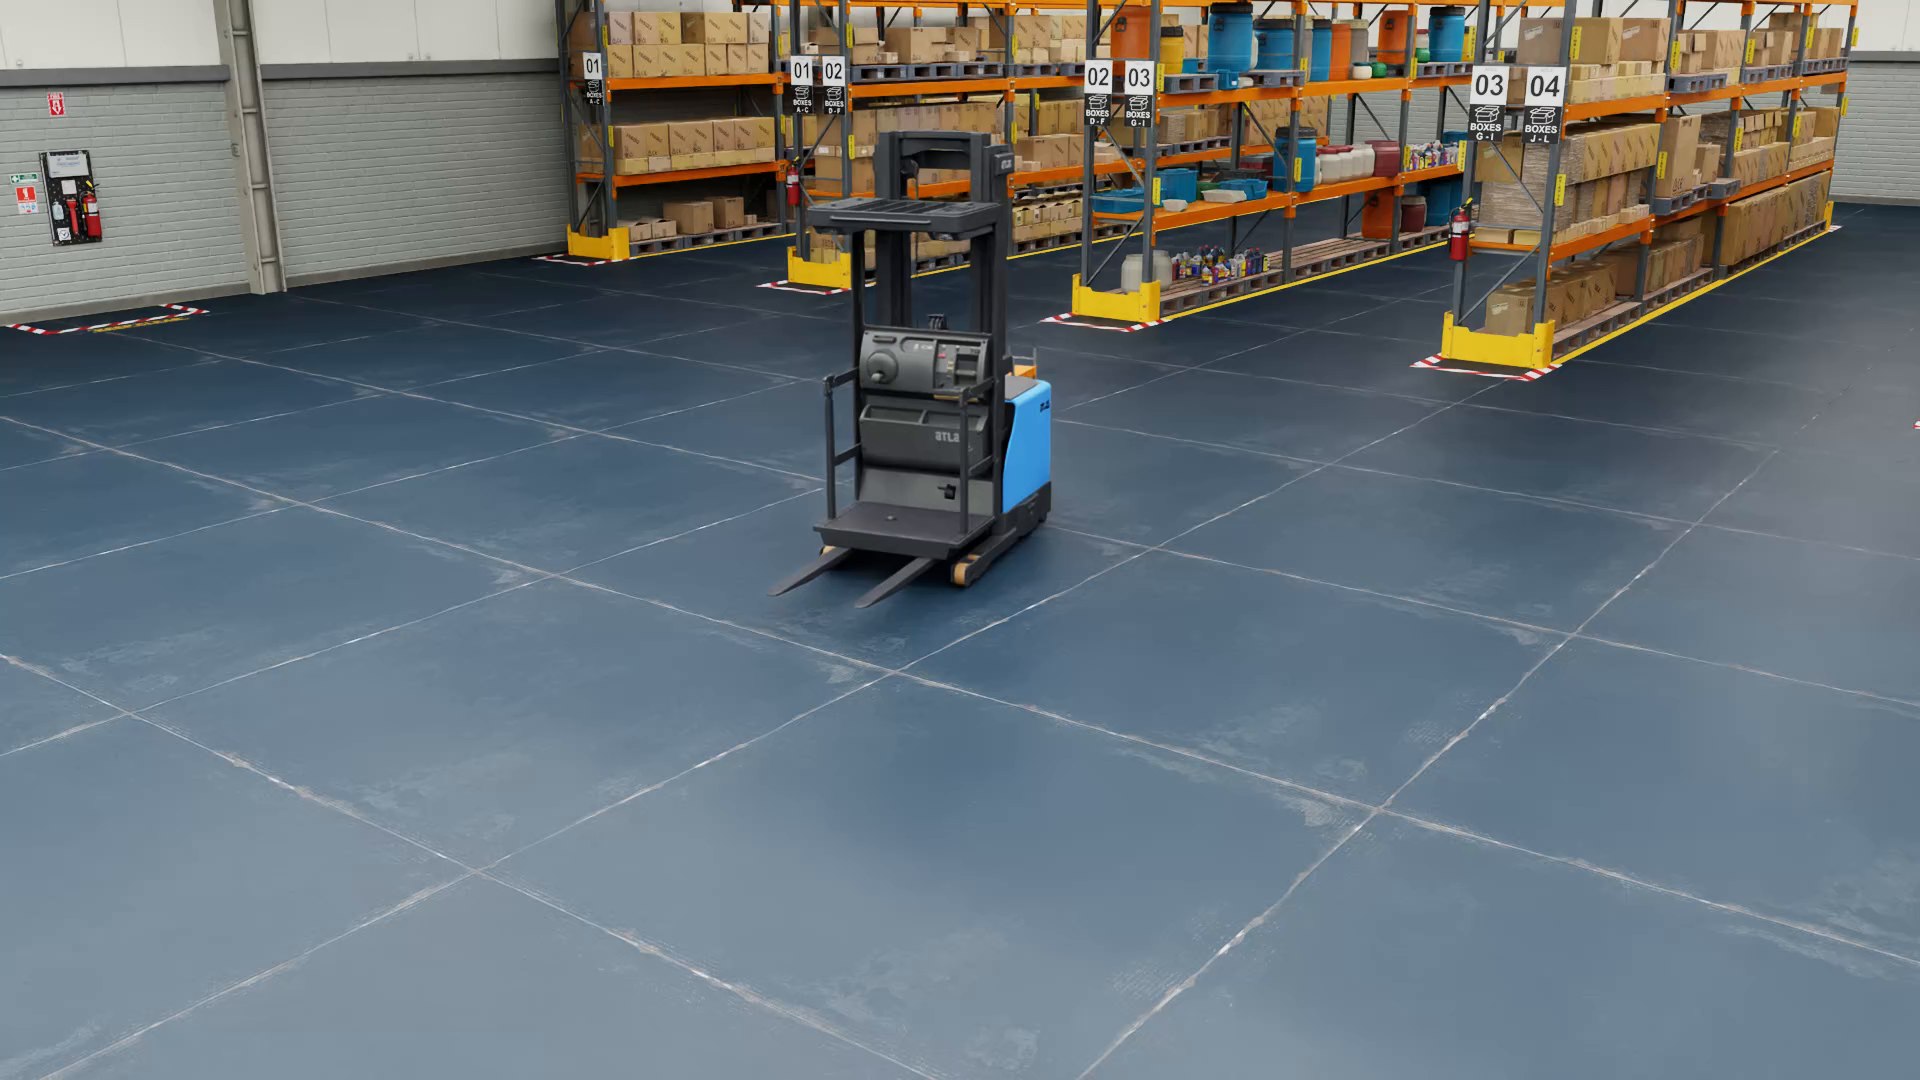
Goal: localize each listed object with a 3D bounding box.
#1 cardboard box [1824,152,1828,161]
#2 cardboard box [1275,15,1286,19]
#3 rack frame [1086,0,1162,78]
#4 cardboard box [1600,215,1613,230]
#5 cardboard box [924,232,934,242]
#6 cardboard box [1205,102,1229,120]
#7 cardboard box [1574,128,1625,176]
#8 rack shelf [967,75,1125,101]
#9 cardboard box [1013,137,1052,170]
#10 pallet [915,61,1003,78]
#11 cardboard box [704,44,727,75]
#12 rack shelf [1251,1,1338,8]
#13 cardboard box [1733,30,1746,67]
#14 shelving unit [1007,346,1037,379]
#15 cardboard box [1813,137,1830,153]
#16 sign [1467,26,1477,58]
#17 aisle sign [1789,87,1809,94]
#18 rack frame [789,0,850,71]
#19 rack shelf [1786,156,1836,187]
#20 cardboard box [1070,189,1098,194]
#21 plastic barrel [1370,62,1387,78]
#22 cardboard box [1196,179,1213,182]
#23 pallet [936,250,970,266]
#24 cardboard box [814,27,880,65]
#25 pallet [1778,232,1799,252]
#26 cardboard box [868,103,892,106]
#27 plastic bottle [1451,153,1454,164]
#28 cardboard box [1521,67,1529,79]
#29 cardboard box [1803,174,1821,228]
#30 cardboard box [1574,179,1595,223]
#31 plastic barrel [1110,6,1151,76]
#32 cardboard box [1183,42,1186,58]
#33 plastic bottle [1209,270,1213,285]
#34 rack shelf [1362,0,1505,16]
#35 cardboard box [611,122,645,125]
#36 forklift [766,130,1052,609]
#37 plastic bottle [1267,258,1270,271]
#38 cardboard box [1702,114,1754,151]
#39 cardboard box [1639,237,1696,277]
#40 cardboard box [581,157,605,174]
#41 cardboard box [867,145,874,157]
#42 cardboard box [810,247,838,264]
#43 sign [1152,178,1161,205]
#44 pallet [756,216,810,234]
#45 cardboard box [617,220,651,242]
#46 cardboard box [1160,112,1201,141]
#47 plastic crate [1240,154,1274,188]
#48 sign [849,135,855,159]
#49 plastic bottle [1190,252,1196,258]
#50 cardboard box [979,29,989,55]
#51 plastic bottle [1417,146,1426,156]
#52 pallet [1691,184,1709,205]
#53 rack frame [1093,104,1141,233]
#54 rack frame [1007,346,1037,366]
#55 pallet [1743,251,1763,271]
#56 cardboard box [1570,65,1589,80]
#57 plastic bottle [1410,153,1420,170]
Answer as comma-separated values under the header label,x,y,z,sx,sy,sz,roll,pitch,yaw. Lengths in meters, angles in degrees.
label,x,y,z,sx,sy,sz,roll,pitch,yaw
cardboard box,15.265,-6.859,29.697,0.380,0.149,0.250,12,21,35
cardboard box,6.145,-10.337,33.561,0.700,0.500,0.500,12,21,35
rack frame,2.007,-7.173,20.170,1.000,3.000,0.127,12,21,35
cardboard box,7.570,-3.808,19.872,0.380,0.149,0.250,12,21,35
cardboard box,-0.575,-4.875,25.549,0.500,0.500,0.500,12,21,35
cardboard box,5.274,-8.734,33.457,0.500,0.500,0.500,13,21,35
cardboard box,7.424,-4.541,19.452,0.500,0.500,0.500,12,21,35
rack shelf,1.606,-7.703,28.145,1.077,0.370,4.000,12,21,35
cardboard box,1.199,-6.491,27.918,0.500,0.500,0.500,14,22,39
pallet,-0.073,-7.320,25.848,1.003,0.211,1.213,12,21,35
cardboard box,-4.280,-8.081,27.947,0.500,0.500,0.500,11,21,33
rack shelf,6.373,-11.039,33.836,1.077,0.370,4.000,12,21,35
cardboard box,10.668,-6.900,23.335,0.500,0.500,0.500,13,22,36
shelving unit,0.394,-0.879,13.050,0.258,1.200,0.503,7,19,21
cardboard box,15.139,-7.031,29.580,0.500,0.250,0.500,12,21,34
sign,5.551,-5.391,17.996,0.100,0.325,0.005,12,21,35
aisle sign,15.320,-8.556,30.353,0.394,0.787,0.004,12,21,35
rack frame,-1.969,-8.050,22.991,1.000,3.000,0.127,12,21,35
rack shelf,14.326,-6.424,29.086,1.077,0.370,4.000,12,21,35
cardboard box,2.250,-6.172,30.045,0.500,0.311,0.500,13,22,37
plastic barrel,6.667,-7.504,26.555,0.294,0.245,0.294,0,17,0
cardboard box,4.816,-6.775,32.474,0.500,0.500,0.500,13,21,35
pallet,-0.093,-4.624,26.777,1.003,0.211,1.213,12,21,35
cardboard box,-1.623,-7.070,23.776,0.797,0.503,0.637,14,22,38
pallet,13.650,-5.127,28.397,1.003,0.211,1.213,12,21,35
cardboard box,-1.544,-8.365,32.120,0.380,0.149,0.250,9,19,26
plastic bottle,8.536,-6.649,28.932,0.097,0.201,0.097,0,17,0
cardboard box,6.149,-5.147,18.283,0.380,0.149,0.250,12,21,33
cardboard box,14.659,-6.047,29.531,0.875,0.875,0.875,12,21,35
cardboard box,6.868,-4.001,19.399,0.875,0.500,0.500,12,21,35
plastic barrel,2.194,-6.285,20.934,0.600,0.830,0.708,12,21,35
cardboard box,3.644,-8.925,30.701,0.910,0.500,0.500,12,21,35
plastic bottle,3.399,-3.584,22.702,0.097,0.201,0.097,0,17,0
rack shelf,7.965,-9.021,28.006,1.077,0.370,4.000,12,21,35
cardboard box,-5.532,-6.623,27.468,0.500,0.500,0.500,13,21,35
forklift,-0.331,-1.225,11.246,1.130,2.935,3.031,7,19,21
plastic bottle,4.424,-3.993,24.022,0.097,0.201,0.097,0,17,0
cardboard box,11.590,-6.191,25.263,0.797,0.503,0.637,13,21,36
cardboard box,10.048,-4.057,23.725,0.700,0.500,0.500,10,20,30
cardboard box,-5.827,-6.143,27.185,0.500,0.250,0.500,13,21,35
cardboard box,-1.407,-5.661,24.153,0.380,0.149,0.250,12,21,33
cardboard box,-1.887,-4.252,24.806,0.500,0.250,0.500,12,21,35
sign,2.446,-4.342,20.702,0.100,0.325,0.005,12,21,35
pallet,-3.104,-5.866,30.777,1.003,0.211,1.213,12,21,35
cardboard box,-5.465,-5.134,27.510,0.500,0.311,0.500,10,20,29
cardboard box,4.178,-7.859,31.618,0.700,0.500,0.500,7,19,21
plastic crate,4.433,-5.461,24.664,0.402,0.464,0.583,12,21,35
sign,-1.527,-5.536,23.421,0.100,0.325,0.005,12,21,35
plastic bottle,3.332,-3.978,23.835,0.061,0.283,0.133,14,22,37
cardboard box,0.308,-10.273,34.300,0.700,0.500,0.500,12,21,34
plastic bottle,8.145,-6.817,29.347,0.152,0.276,0.135,12,21,35
pallet,9.605,-4.768,22.864,1.003,0.211,1.213,12,21,35
rack frame,2.798,-7.090,30.017,1.000,3.000,0.127,12,21,35
rack frame,0.487,-0.945,13.265,0.240,1.200,0.015,7,19,21
pallet,12.009,-4.471,26.284,1.003,0.211,1.213,12,21,35
cardboard box,6.566,-5.054,17.983,0.380,0.149,0.250,13,21,36
plastic bottle,7.567,-6.311,27.717,0.152,0.276,0.135,12,21,35
